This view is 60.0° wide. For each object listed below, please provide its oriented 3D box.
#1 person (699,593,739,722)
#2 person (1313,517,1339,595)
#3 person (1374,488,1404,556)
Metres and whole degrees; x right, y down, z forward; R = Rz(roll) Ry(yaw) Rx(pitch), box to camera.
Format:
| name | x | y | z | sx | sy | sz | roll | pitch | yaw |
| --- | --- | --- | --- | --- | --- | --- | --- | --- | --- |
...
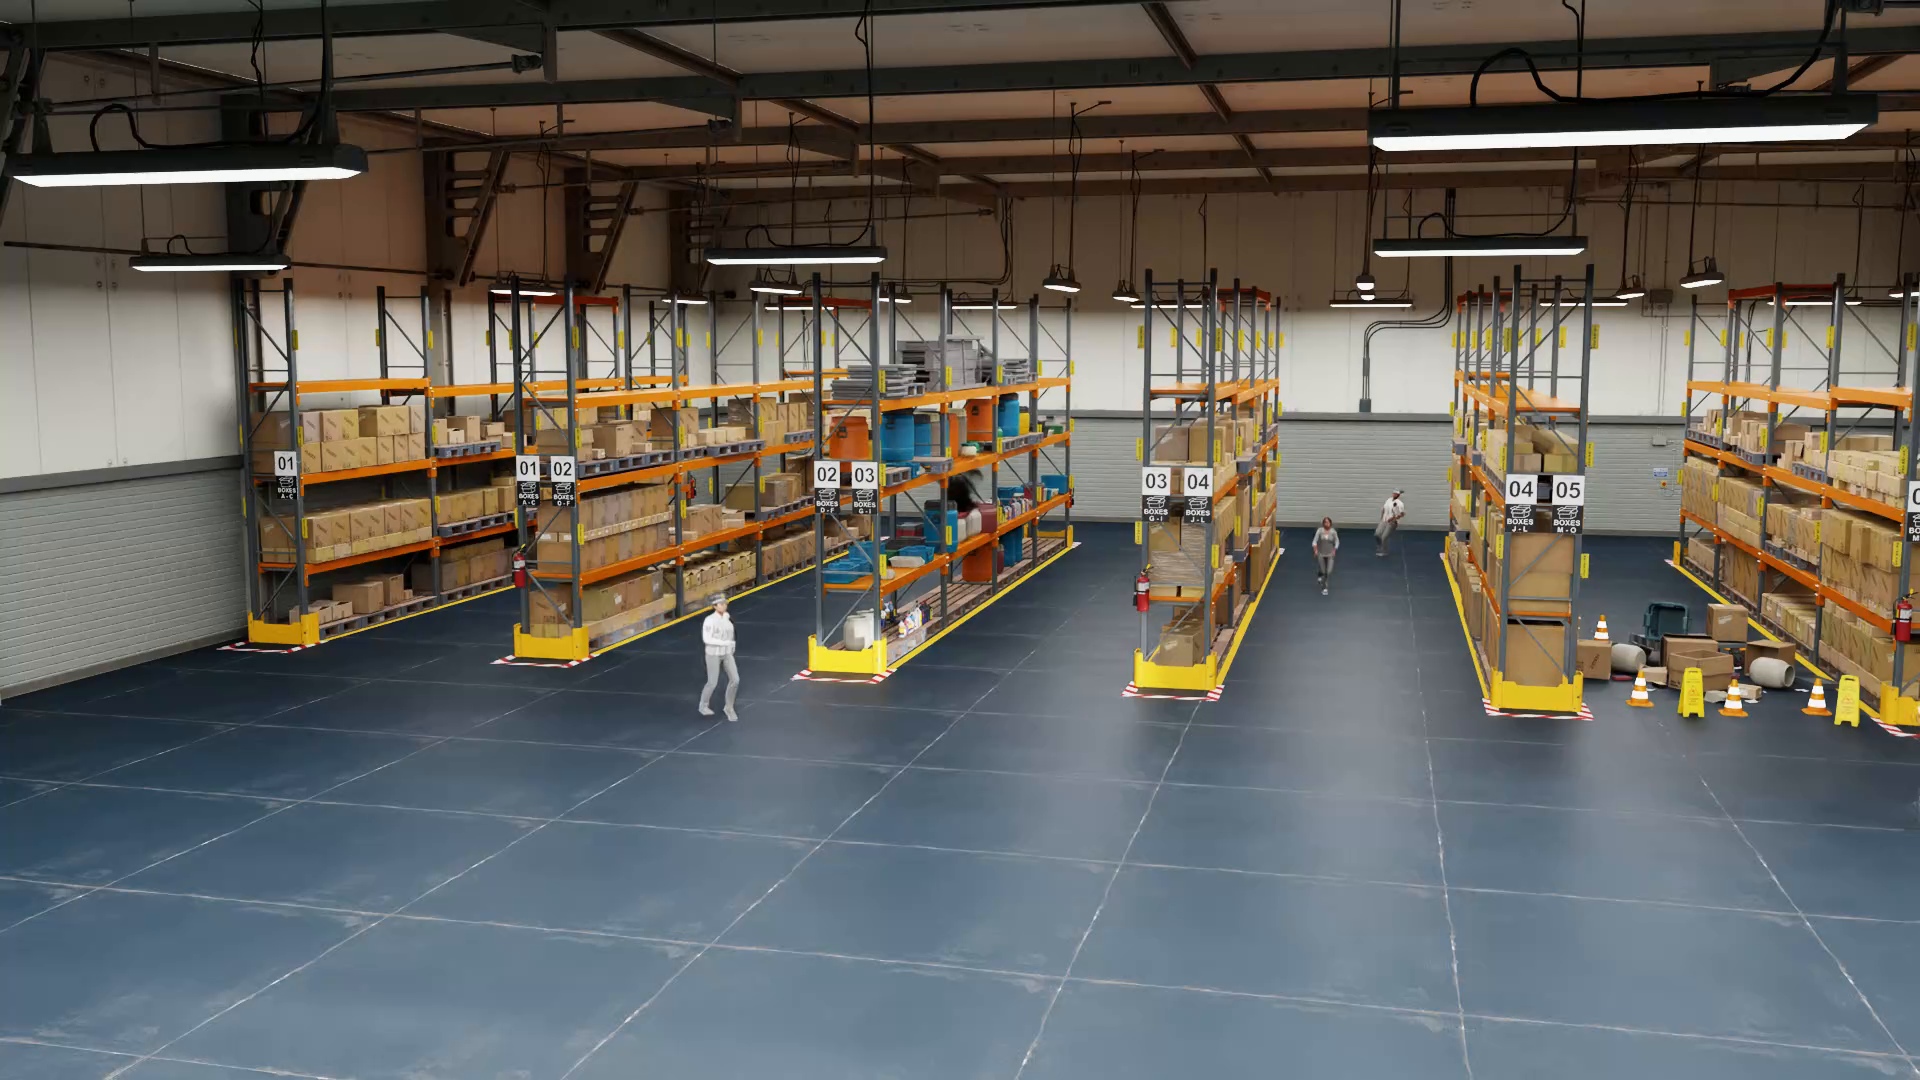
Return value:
| name | x | y | z | sx | sy | sz | roll | pitch | yaw |
| --- | --- | --- | --- | --- | --- | --- | --- | --- | --- |
| person | -3.158 | 1.561 | 21.935 | 0.722 | 1.764 | 0.632 | 6 | 9 | 40 |
| person | 7.240 | 0.301 | 32.924 | 0.521 | 1.550 | 0.577 | 1 | 7 | 7 |
| person | 9.918 | -0.415 | 38.507 | 0.548 | 1.613 | 0.679 | -5 | 9 | -36 |
